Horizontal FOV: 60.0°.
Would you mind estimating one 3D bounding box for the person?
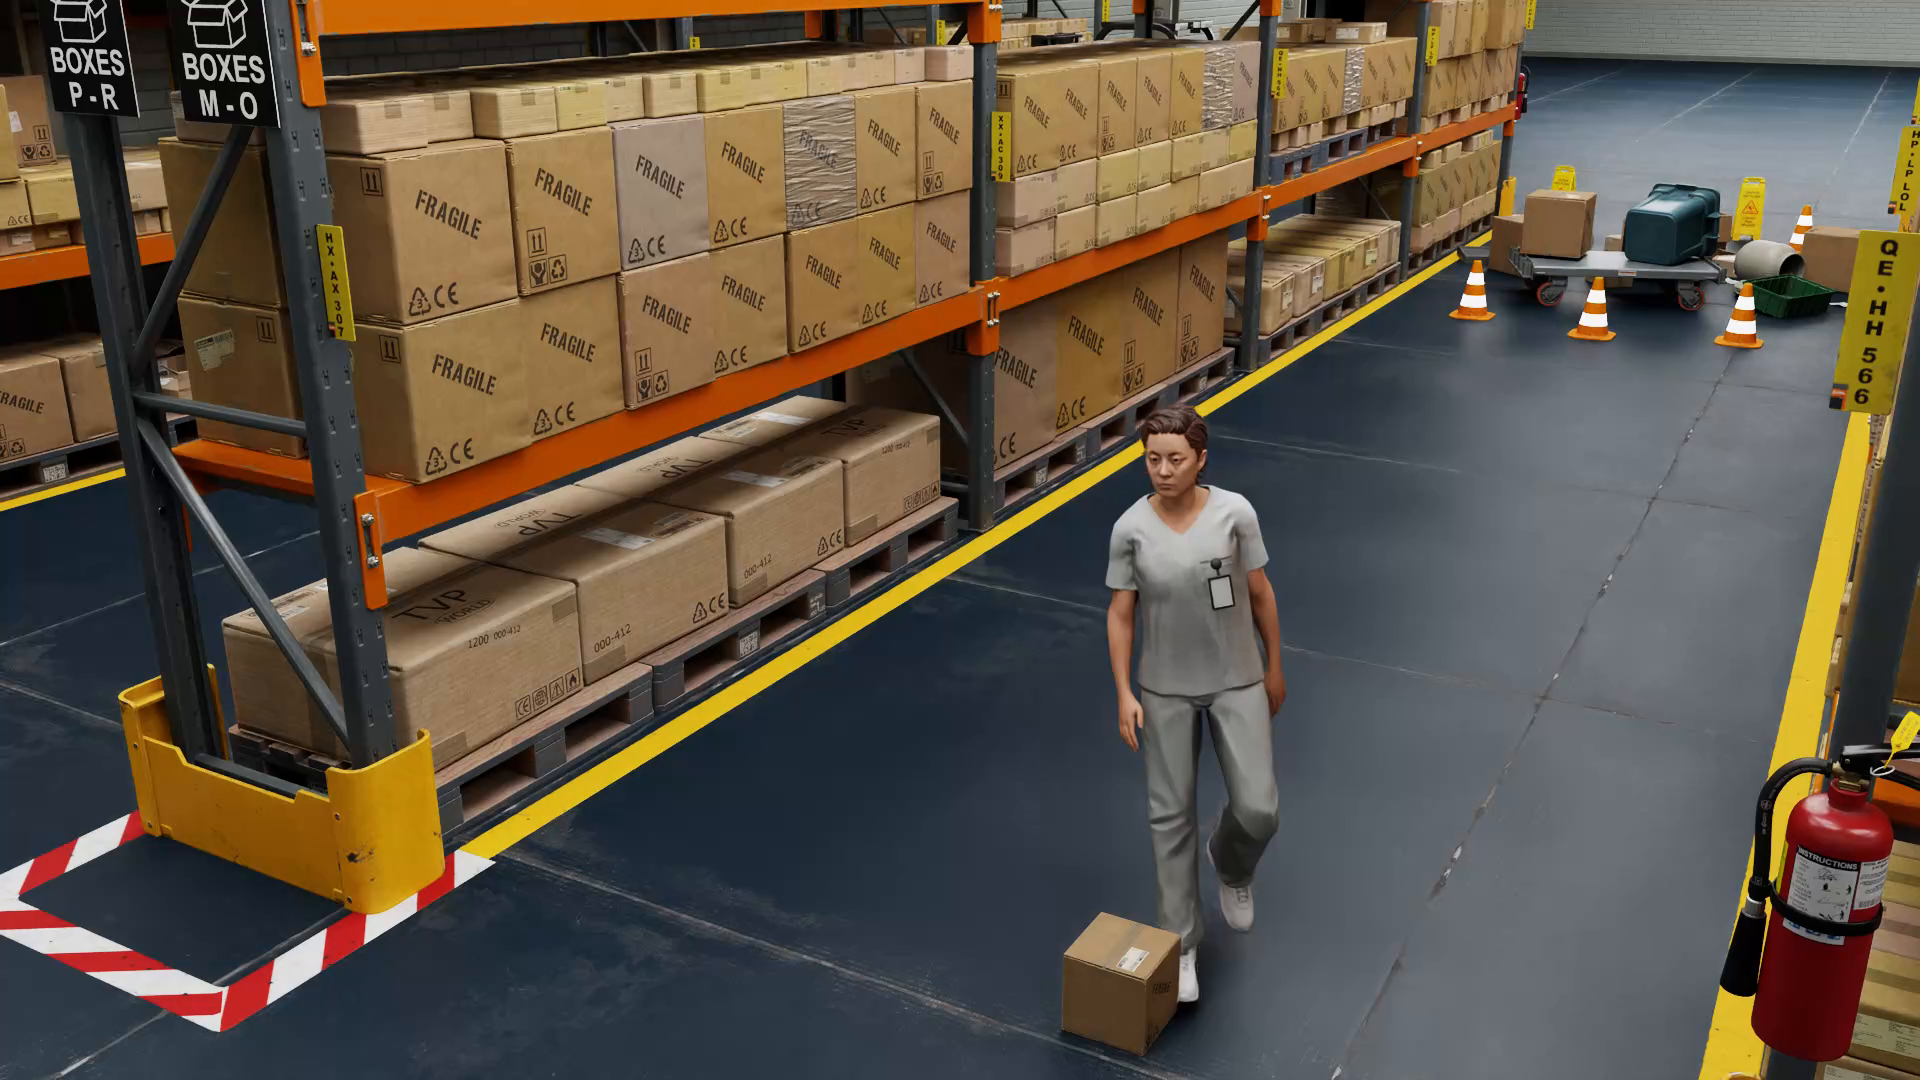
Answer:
[{"bbox_3d":[0.663,0.457,4.754,0.536,1.665,0.592,4,20,11],"label":"person"}]
